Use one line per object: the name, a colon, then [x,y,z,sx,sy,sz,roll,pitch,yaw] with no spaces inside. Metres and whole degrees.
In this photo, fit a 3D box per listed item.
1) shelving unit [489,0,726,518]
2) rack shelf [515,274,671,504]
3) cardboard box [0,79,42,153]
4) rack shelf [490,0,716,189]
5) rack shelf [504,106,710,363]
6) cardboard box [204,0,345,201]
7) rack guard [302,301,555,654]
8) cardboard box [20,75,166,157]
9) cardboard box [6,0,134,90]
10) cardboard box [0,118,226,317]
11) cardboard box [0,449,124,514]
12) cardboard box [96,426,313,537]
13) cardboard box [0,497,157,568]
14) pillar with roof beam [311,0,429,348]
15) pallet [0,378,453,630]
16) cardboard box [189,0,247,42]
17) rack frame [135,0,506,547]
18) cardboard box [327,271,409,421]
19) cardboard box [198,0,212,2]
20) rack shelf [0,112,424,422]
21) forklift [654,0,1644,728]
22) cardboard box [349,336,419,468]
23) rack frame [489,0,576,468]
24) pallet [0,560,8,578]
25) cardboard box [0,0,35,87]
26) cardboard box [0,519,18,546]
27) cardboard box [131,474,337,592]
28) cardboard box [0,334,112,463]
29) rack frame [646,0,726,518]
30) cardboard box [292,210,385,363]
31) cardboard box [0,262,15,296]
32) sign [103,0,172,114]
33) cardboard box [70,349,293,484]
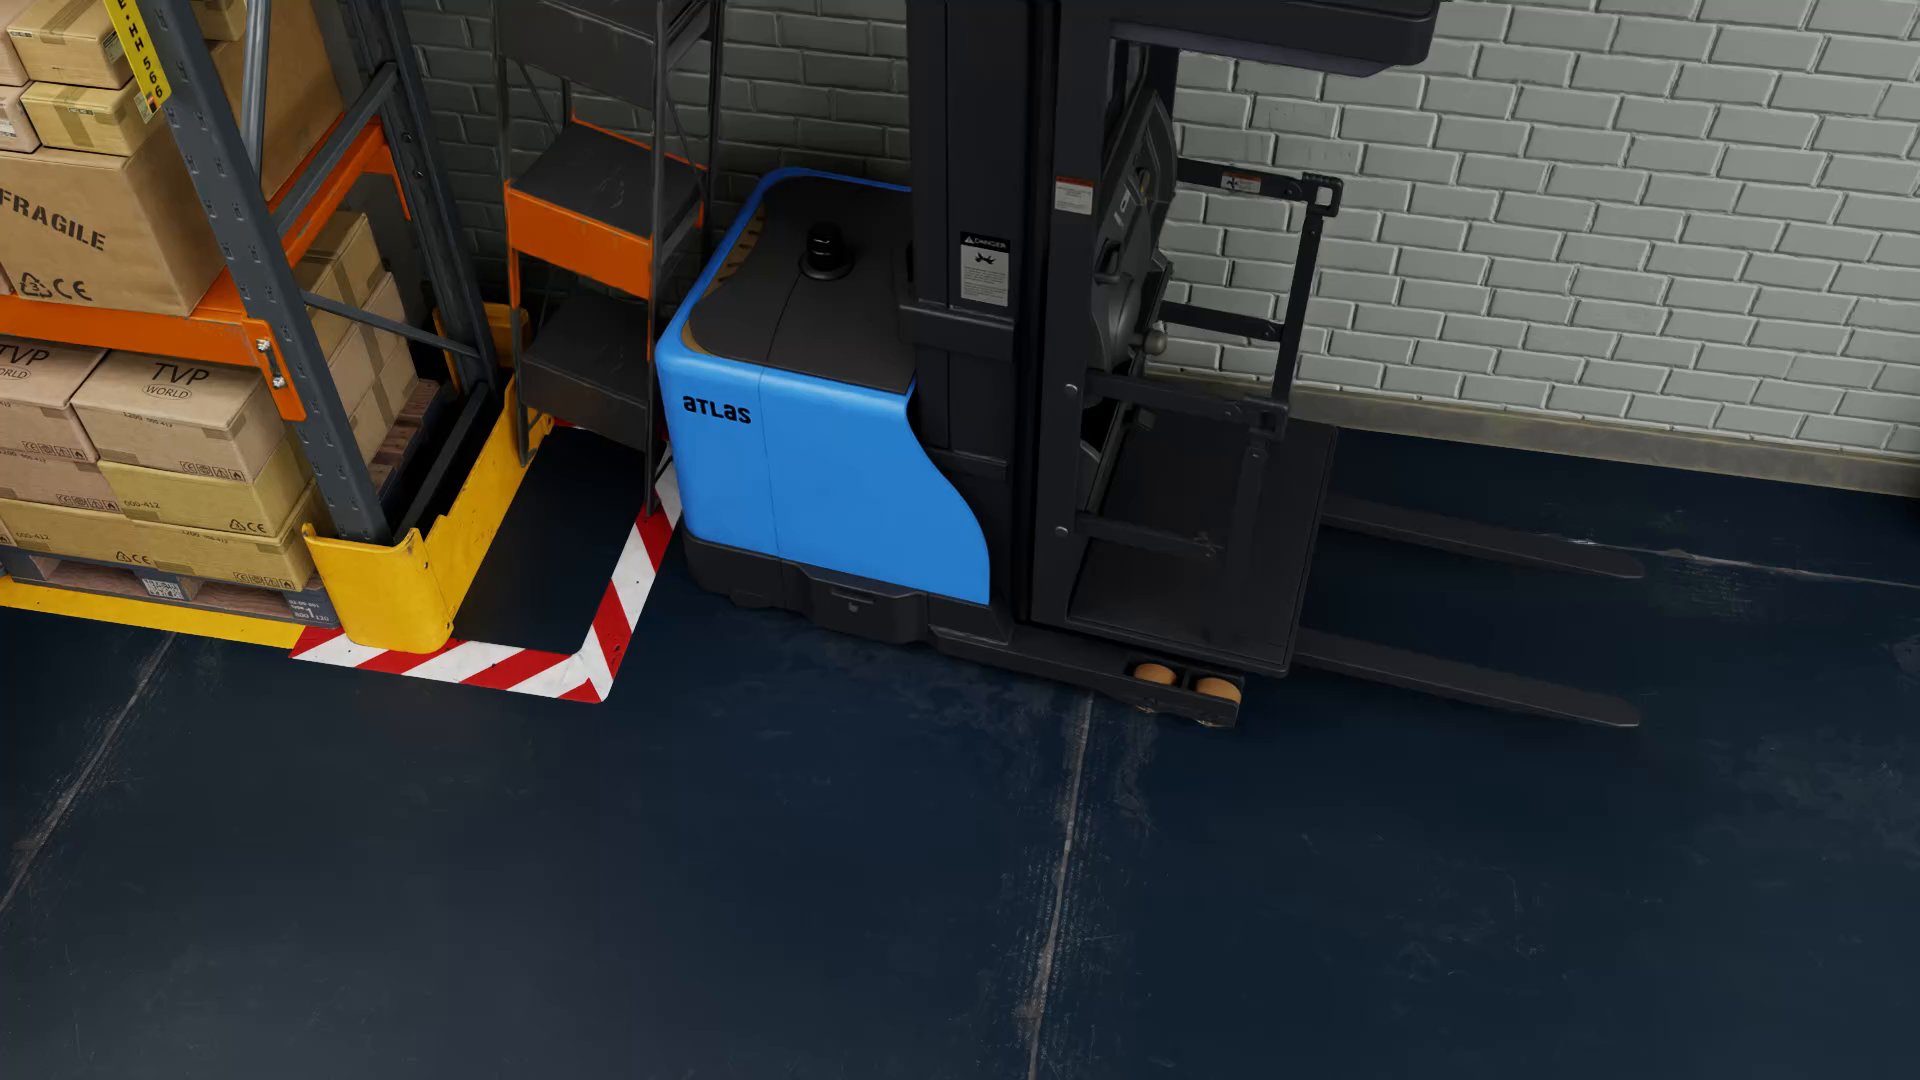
shelving unit: [-1.082,-0.954,5.157,0.503,2.100,0.431,21,51,6]
rack shelf: [-1.196,-0.515,5.708,0.480,0.518,0.431,21,51,6]
cardboard box: [-2.431,-1.180,4.290,0.250,0.149,0.380,8,49,7]
rack shelf: [-0.973,-1.376,4.627,0.480,0.518,0.431,21,51,6]
rack shelf: [-1.085,-0.946,5.167,0.480,0.518,0.431,21,51,6]
cardboard box: [-2.222,-1.379,4.905,0.500,0.500,0.500,9,49,8]
rack guard: [-1.760,-0.238,5.628,0.348,0.500,1.175,8,49,7]
cardboard box: [-2.175,-1.168,4.279,0.250,0.149,0.380,8,49,7]
cardboard box: [-2.174,-1.320,4.216,0.250,0.149,0.380,8,49,7]
cardboard box: [-2.315,-0.983,4.550,0.500,0.500,0.500,7,48,6]
cardboard box: [-2.810,-0.375,5.301,0.500,0.250,0.500,7,48,6]
cardboard box: [-2.318,-0.301,5.234,0.500,0.250,0.500,7,48,6]
cardboard box: [-2.790,-0.202,5.481,0.500,0.250,0.500,8,49,7]
pillar with roof beam: [-3.074,-0.683,0.314,0.400,9.000,9.100,8,49,7]
pallet: [-2.544,-0.215,5.802,1.213,0.211,1.003,8,49,7]
cardboard box: [-2.071,-1.562,4.634,0.250,0.149,0.380,7,48,6]
rack frame: [-1.784,-1.077,4.701,0.127,3.000,1.000,8,49,7]
cardboard box: [-2.209,-0.680,5.574,0.500,0.250,0.500,8,49,8]
cardboard box: [-2.076,-1.627,4.492,0.250,0.149,0.380,7,48,6]
rack shelf: [-3.752,-1.101,5.206,4.000,0.370,1.077,8,49,7]
forklift: [0.668,-0.837,4.531,3.031,2.935,1.130,13,49,11]
cardboard box: [-2.232,-0.506,5.755,0.500,0.250,0.500,8,49,7]
rack frame: [-1.308,-1.042,5.181,0.015,2.100,0.400,21,51,6]
pallet: [-3.741,-0.379,5.948,1.213,0.211,1.003,8,49,7]
cardboard box: [-2.422,-1.330,4.225,0.250,0.149,0.380,8,49,7]
cardboard box: [-3.281,-0.275,5.546,0.500,0.250,0.500,8,49,7]
cardboard box: [-2.302,-0.129,5.416,0.500,0.250,0.500,8,49,7]
cardboard box: [-2.796,-0.528,5.102,0.500,0.250,0.500,8,49,8]
rack frame: [-0.856,-0.865,5.133,0.015,2.100,0.400,21,51,6]
cardboard box: [-2.223,-0.835,5.377,0.500,0.250,0.500,7,48,6]
cardboard box: [-2.823,-1.059,4.617,0.500,0.500,0.500,9,49,8]
sign: [-1.894,-1.148,3.827,0.005,0.325,0.100,8,49,7]
cardboard box: [-2.292,-0.465,5.045,0.500,0.250,0.500,9,49,8]
